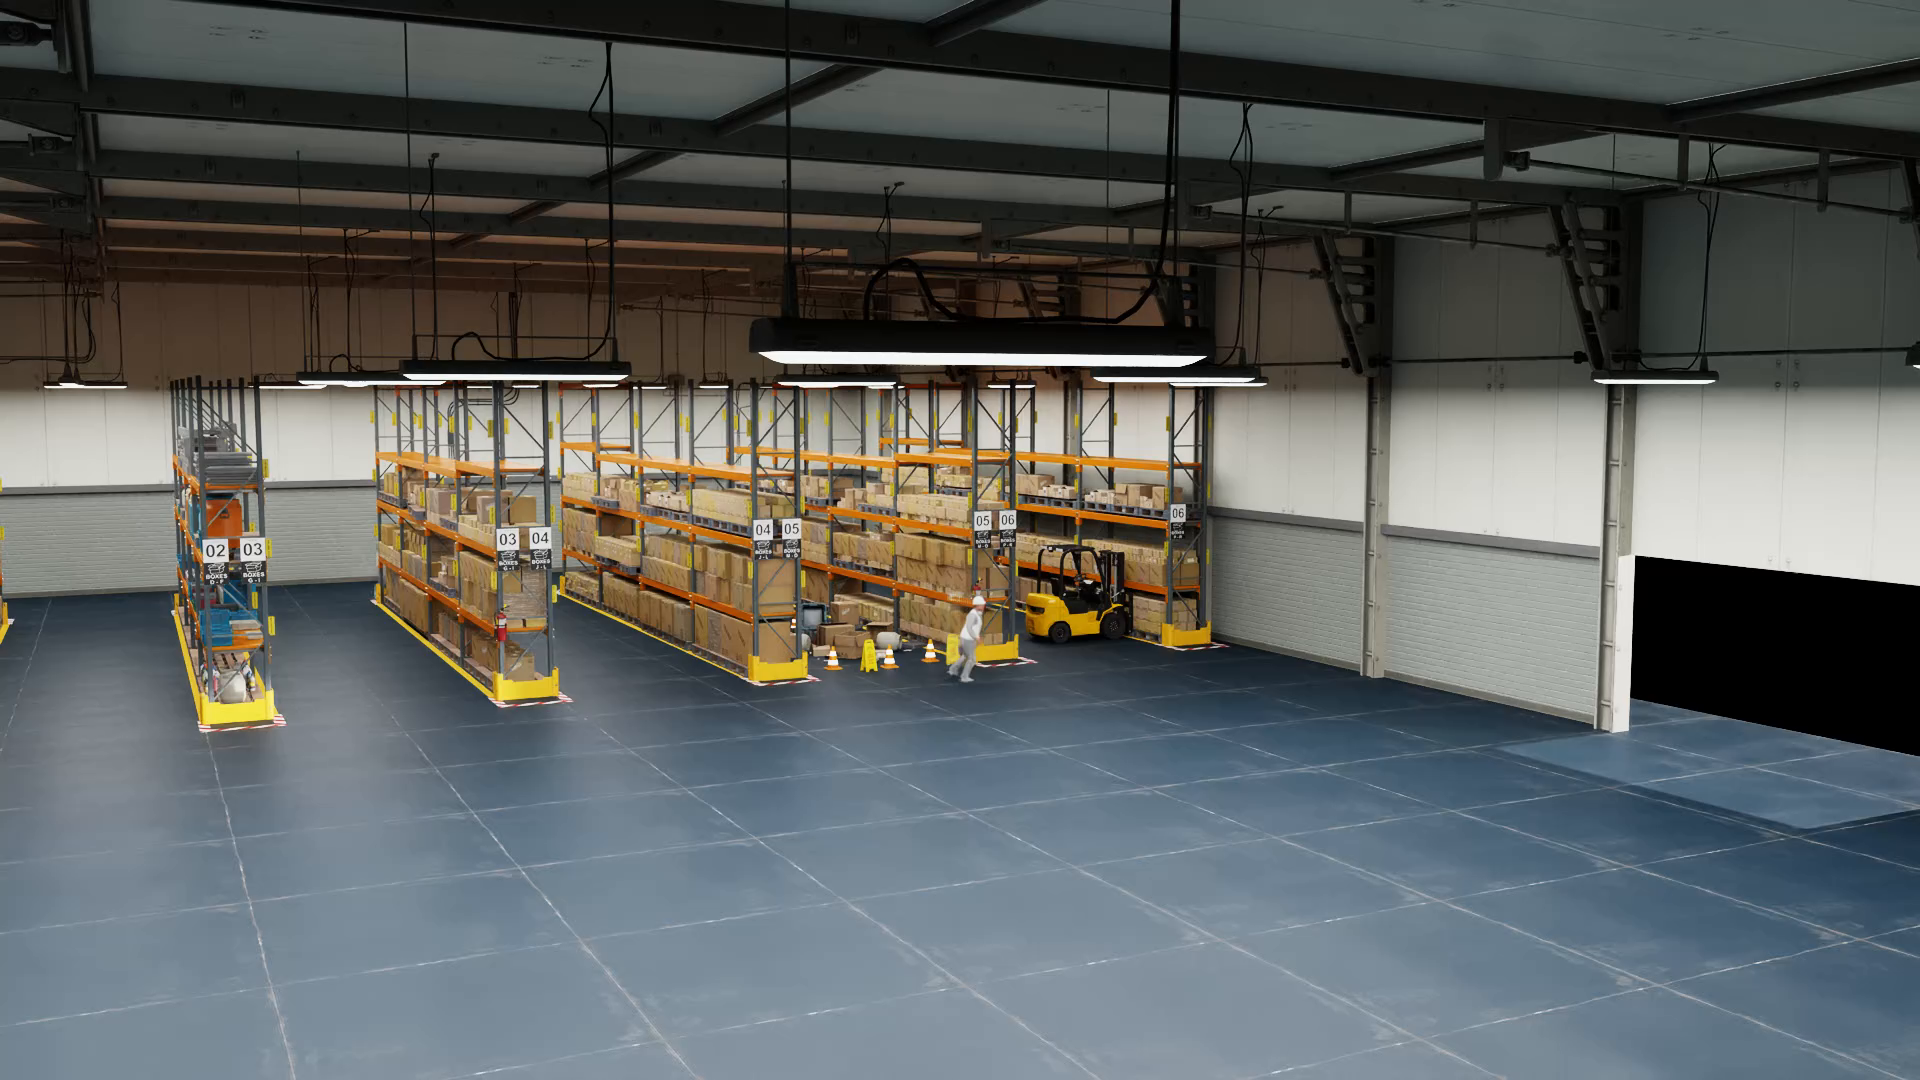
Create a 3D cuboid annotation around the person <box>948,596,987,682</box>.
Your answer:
[{"bbox_3d":[0.149,1.953,32.890,0.798,1.715,0.646,1,5,6],"label":"person"}]
